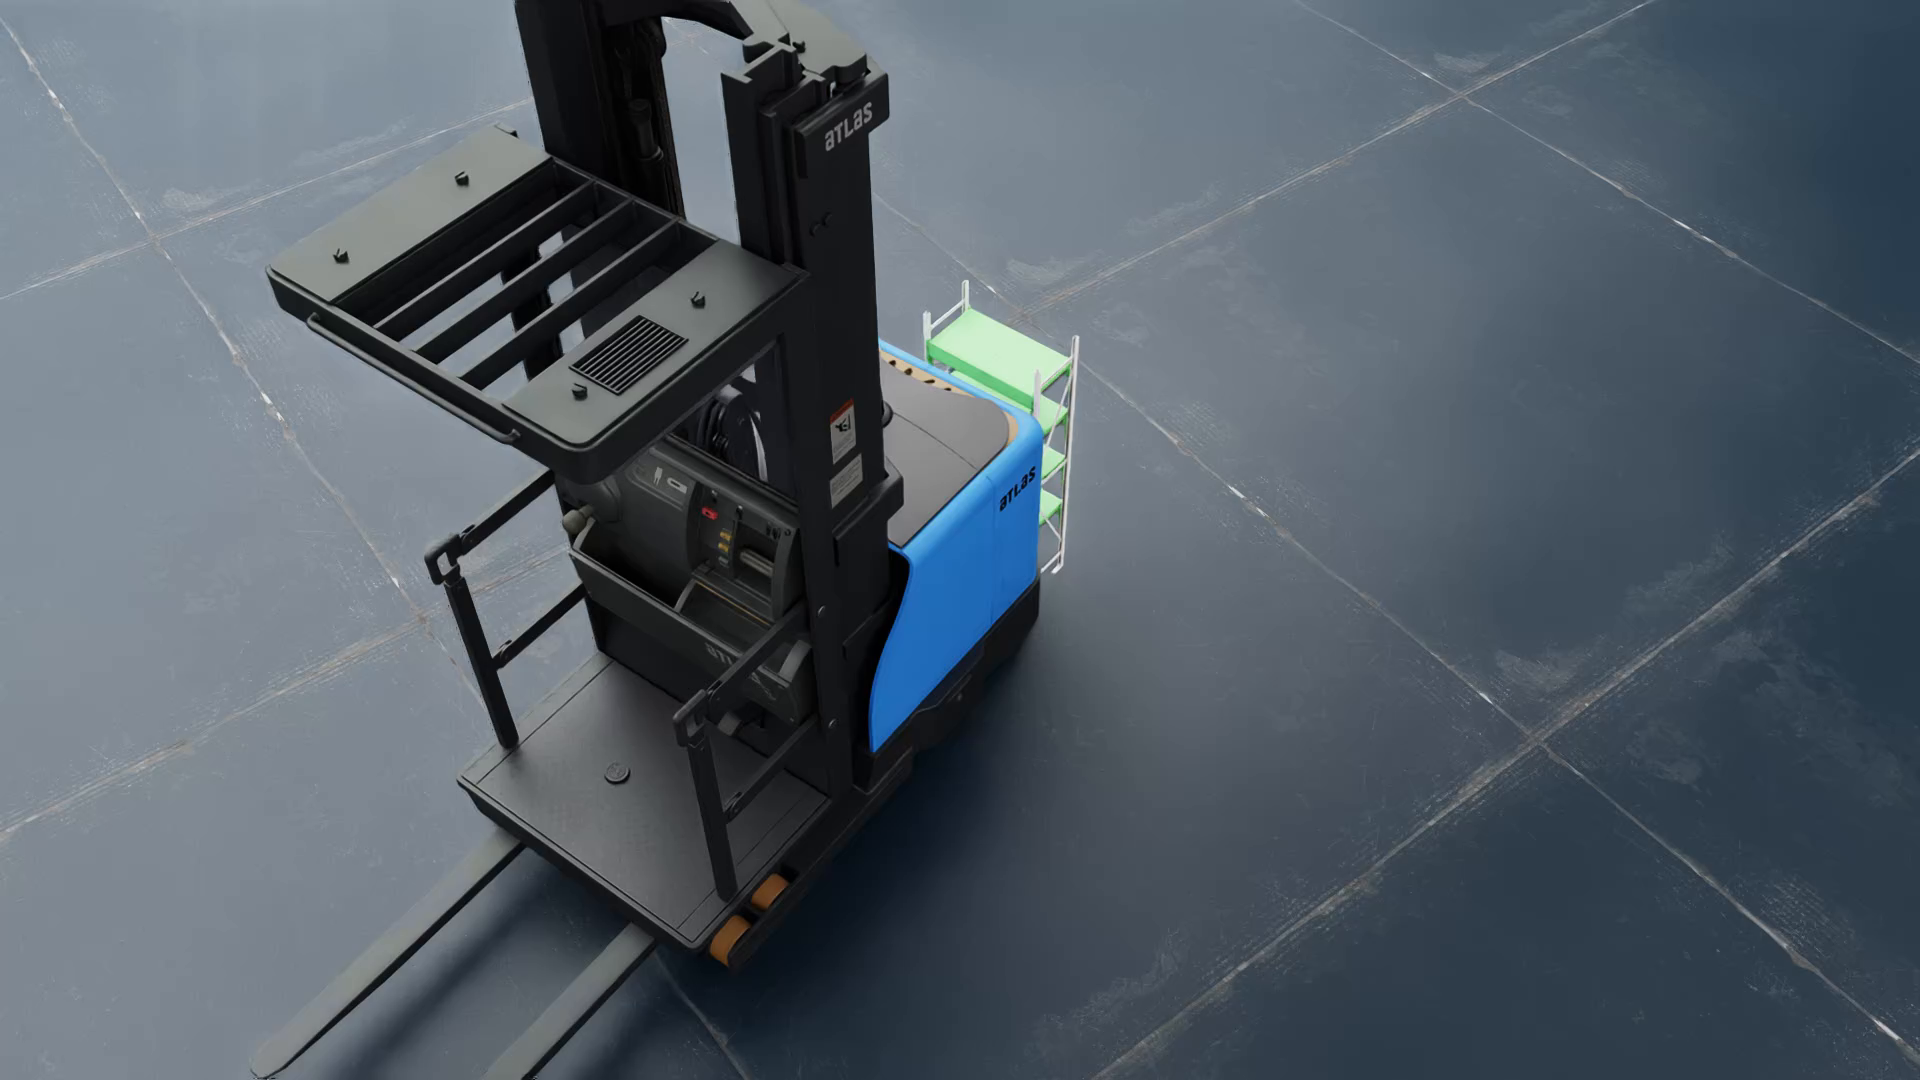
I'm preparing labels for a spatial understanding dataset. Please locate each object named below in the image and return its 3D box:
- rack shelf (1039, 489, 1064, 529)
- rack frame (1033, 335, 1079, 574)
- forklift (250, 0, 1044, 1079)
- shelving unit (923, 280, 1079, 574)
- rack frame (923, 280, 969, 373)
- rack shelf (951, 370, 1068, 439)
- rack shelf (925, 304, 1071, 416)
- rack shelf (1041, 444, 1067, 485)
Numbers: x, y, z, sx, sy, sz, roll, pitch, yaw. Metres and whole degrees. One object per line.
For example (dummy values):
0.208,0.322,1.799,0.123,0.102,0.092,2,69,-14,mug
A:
0.142,-0.144,6.480,0.480,0.148,0.258,30,55,25,rack shelf
0.334,-0.236,6.153,0.015,1.200,0.240,30,55,25,rack frame
-0.975,-0.001,4.771,1.130,2.935,3.031,29,54,23,forklift
0.142,-0.348,6.254,0.503,1.200,0.258,30,55,25,shelving unit
-0.049,-0.460,6.356,0.015,1.200,0.240,30,55,25,rack frame
0.142,-0.466,6.124,0.480,0.148,0.258,30,55,25,rack shelf
0.142,-0.627,5.946,0.480,0.148,0.258,30,55,25,rack shelf
0.142,-0.305,6.302,0.480,0.148,0.258,30,55,25,rack shelf
